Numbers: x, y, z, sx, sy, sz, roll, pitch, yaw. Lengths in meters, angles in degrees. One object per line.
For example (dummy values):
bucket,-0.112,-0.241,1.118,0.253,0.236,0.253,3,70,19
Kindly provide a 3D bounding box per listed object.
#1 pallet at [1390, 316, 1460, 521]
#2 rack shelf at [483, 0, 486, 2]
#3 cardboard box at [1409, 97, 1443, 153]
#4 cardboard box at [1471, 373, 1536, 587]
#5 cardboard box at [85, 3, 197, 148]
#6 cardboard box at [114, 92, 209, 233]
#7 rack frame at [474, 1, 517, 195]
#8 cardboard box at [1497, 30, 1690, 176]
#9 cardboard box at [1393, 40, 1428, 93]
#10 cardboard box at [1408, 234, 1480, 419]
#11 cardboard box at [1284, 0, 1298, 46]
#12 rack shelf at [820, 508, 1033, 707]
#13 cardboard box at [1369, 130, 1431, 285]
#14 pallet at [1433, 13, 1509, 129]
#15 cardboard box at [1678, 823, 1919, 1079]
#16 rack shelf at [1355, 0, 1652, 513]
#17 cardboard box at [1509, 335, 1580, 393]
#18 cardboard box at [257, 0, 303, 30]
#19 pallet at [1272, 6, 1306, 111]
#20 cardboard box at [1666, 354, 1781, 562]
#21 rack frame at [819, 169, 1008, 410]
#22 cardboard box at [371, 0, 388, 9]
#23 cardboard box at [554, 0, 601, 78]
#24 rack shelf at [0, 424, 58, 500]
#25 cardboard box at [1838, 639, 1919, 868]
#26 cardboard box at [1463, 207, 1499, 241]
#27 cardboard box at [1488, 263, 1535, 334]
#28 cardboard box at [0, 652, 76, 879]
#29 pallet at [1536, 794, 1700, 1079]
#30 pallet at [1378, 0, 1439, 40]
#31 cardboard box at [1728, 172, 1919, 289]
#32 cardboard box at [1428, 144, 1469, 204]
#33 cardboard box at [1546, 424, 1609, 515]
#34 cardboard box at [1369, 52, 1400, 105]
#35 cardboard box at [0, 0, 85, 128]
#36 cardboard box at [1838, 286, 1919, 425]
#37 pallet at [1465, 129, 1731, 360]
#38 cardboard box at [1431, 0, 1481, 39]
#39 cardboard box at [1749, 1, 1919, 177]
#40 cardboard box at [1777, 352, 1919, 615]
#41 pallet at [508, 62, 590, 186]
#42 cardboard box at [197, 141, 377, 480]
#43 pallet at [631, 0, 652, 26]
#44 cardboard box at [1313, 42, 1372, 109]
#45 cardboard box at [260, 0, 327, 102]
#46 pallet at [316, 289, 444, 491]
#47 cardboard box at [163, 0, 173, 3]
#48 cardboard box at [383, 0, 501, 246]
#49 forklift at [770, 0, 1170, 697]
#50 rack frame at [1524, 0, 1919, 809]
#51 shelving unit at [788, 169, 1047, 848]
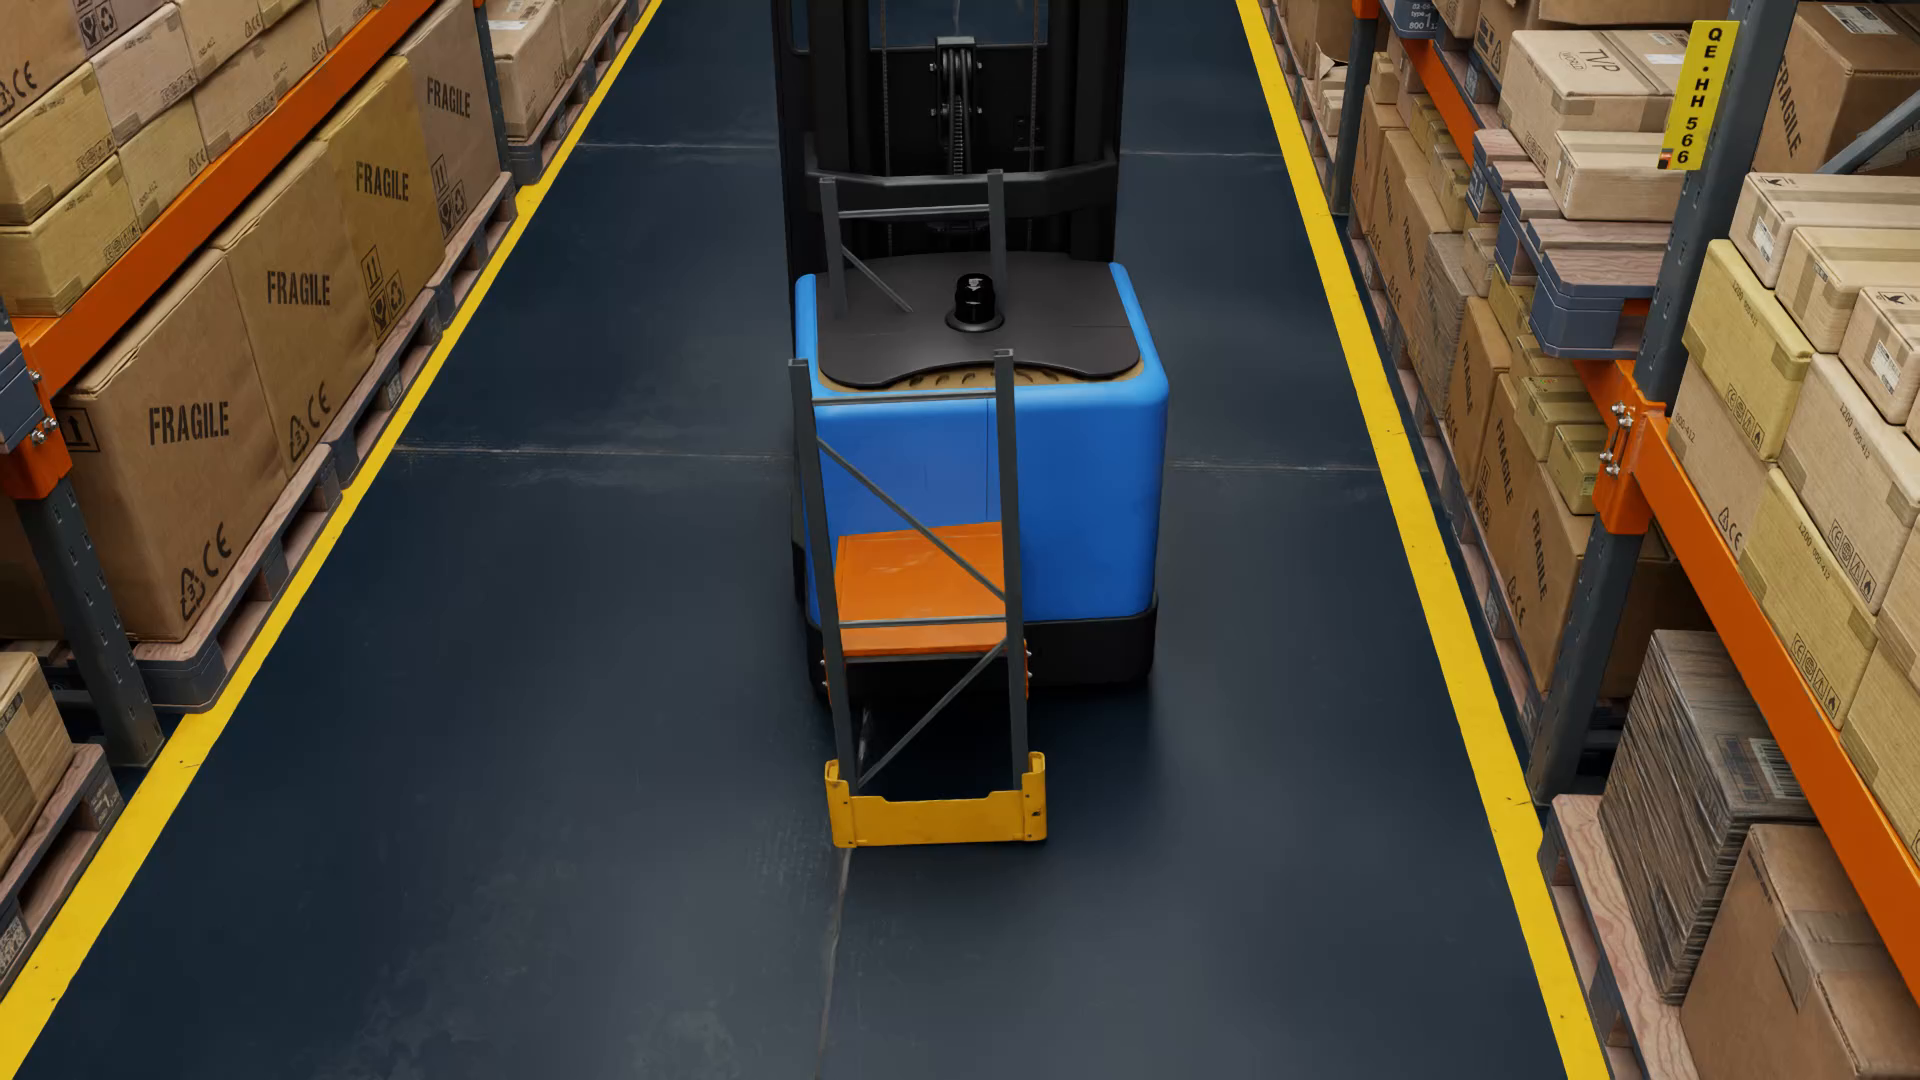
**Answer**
pallet,2.237,-0.482,6.252,1.003,0.211,1.213,1,35,2
rack shelf,-2.601,-3.761,9.119,1.077,0.370,4.000,1,35,2
cardboard box,2.066,-1.700,6.805,0.380,0.149,0.250,0,35,-1
cardboard box,1.951,-0.180,5.206,0.500,0.500,0.500,1,35,1
cardboard box,-2.553,-1.334,4.735,0.500,0.250,0.500,2,35,3
cardboard box,-2.568,-1.118,4.862,0.500,0.250,0.500,0,35,1
rack frame,-2.681,-2.906,7.277,1.000,3.000,0.127,1,35,2
cardboard box,1.837,-1.220,4.642,0.500,0.250,0.500,0,35,0
cardboard box,2.036,-1.980,6.944,0.380,0.149,0.250,0,35,0
cardboard box,1.971,-0.780,6.059,0.500,0.500,0.500,0,35,0
cardboard box,2.126,-3.100,9.361,0.500,0.500,0.500,2,35,3
rack shelf,-0.084,0.060,4.649,0.538,0.185,1.000,-2,35,2
cardboard box,2.023,-1.364,6.891,0.500,0.500,0.500,1,35,1
pallet,2.191,-1.535,5.492,1.003,0.211,1.213,1,35,2
cardboard box,2.061,1.038,3.365,0.875,0.625,0.625,2,35,3
rack shelf,2.198,-1.351,5.689,1.077,0.370,4.000,1,35,2
cardboard box,1.919,-0.508,5.108,0.380,0.149,0.250,0,35,0
cardboard box,-2.487,-1.911,5.556,0.500,0.250,0.500,2,35,3
pallet,2.353,-2.750,9.480,1.003,0.211,1.213,1,35,2
cardboard box,1.856,-0.185,3.535,0.500,0.250,0.500,1,35,2
rack frame,-0.094,-0.380,4.961,0.500,1.500,0.032,-2,35,2
cardboard box,-2.469,-2.289,6.529,0.500,0.250,0.500,1,35,1
cardboard box,-2.513,-2.903,9.134,0.875,0.438,0.875,0,35,0
rack shelf,-2.922,0.835,2.579,1.077,0.370,4.000,1,35,2
cardboard box,1.817,0.400,2.703,0.500,0.250,0.500,0,35,0
cardboard box,2.027,-1.101,5.953,0.380,0.149,0.250,1,35,2
cardboard box,1.985,-0.802,5.526,0.380,0.149,0.250,1,35,1
cardboard box,-2.875,0.619,4.180,0.950,0.372,0.625,-1,35,-1
pallet,2.046,1.117,3.977,1.003,0.211,1.213,1,35,2
pallet,2.137,-2.259,6.522,1.003,0.211,1.213,1,35,2
cardboard box,1.811,-0.626,3.381,0.380,0.149,0.250,2,35,3
cardboard box,2.021,-1.399,6.377,0.380,0.149,0.250,1,35,2
cardboard box,1.885,-0.200,4.670,0.380,0.149,0.250,0,35,0
cardboard box,1.998,-2.008,7.244,0.380,0.149,0.250,3,35,4
cardboard box,-2.578,-1.336,4.086,0.500,0.500,0.500,0,35,0
cardboard box,1.817,-0.324,2.951,0.380,0.149,0.250,2,35,3
pallet,2.075,-0.808,4.458,1.213,0.211,1.003,1,35,2
cardboard box,1.983,-1.985,5.514,0.700,0.500,0.500,1,35,2
cardboard box,2.295,-1.001,4.113,0.500,0.500,0.500,3,35,4
cardboard box,1.835,-0.102,2.982,0.500,0.250,0.500,2,35,3
pallet,-2.573,-2.201,8.698,1.003,0.211,1.213,1,35,2
cardboard box,-2.691,-0.818,5.788,0.875,0.875,0.875,2,35,2
pallet,-2.474,-3.602,10.692,1.003,0.211,1.213,1,35,2
cardboard box,2.022,-2.379,8.539,0.396,0.266,0.258,3,35,4
cardboard box,-2.525,-1.703,5.694,0.500,0.250,0.500,1,35,2
pallet,-2.683,-0.618,6.445,1.003,0.211,1.213,1,35,2
cardboard box,-2.531,-1.918,4.914,0.500,0.500,0.500,2,35,3
cardboard box,-2.626,-1.851,7.257,0.875,0.875,0.875,2,35,3
forklift,-0.054,-1.559,5.420,1.130,2.935,3.031,-3,35,-4
rack frame,2.118,-0.496,3.847,1.000,3.000,0.127,1,35,2
shelving unit,-0.094,-0.092,4.553,0.587,1.500,1.083,-2,35,2
